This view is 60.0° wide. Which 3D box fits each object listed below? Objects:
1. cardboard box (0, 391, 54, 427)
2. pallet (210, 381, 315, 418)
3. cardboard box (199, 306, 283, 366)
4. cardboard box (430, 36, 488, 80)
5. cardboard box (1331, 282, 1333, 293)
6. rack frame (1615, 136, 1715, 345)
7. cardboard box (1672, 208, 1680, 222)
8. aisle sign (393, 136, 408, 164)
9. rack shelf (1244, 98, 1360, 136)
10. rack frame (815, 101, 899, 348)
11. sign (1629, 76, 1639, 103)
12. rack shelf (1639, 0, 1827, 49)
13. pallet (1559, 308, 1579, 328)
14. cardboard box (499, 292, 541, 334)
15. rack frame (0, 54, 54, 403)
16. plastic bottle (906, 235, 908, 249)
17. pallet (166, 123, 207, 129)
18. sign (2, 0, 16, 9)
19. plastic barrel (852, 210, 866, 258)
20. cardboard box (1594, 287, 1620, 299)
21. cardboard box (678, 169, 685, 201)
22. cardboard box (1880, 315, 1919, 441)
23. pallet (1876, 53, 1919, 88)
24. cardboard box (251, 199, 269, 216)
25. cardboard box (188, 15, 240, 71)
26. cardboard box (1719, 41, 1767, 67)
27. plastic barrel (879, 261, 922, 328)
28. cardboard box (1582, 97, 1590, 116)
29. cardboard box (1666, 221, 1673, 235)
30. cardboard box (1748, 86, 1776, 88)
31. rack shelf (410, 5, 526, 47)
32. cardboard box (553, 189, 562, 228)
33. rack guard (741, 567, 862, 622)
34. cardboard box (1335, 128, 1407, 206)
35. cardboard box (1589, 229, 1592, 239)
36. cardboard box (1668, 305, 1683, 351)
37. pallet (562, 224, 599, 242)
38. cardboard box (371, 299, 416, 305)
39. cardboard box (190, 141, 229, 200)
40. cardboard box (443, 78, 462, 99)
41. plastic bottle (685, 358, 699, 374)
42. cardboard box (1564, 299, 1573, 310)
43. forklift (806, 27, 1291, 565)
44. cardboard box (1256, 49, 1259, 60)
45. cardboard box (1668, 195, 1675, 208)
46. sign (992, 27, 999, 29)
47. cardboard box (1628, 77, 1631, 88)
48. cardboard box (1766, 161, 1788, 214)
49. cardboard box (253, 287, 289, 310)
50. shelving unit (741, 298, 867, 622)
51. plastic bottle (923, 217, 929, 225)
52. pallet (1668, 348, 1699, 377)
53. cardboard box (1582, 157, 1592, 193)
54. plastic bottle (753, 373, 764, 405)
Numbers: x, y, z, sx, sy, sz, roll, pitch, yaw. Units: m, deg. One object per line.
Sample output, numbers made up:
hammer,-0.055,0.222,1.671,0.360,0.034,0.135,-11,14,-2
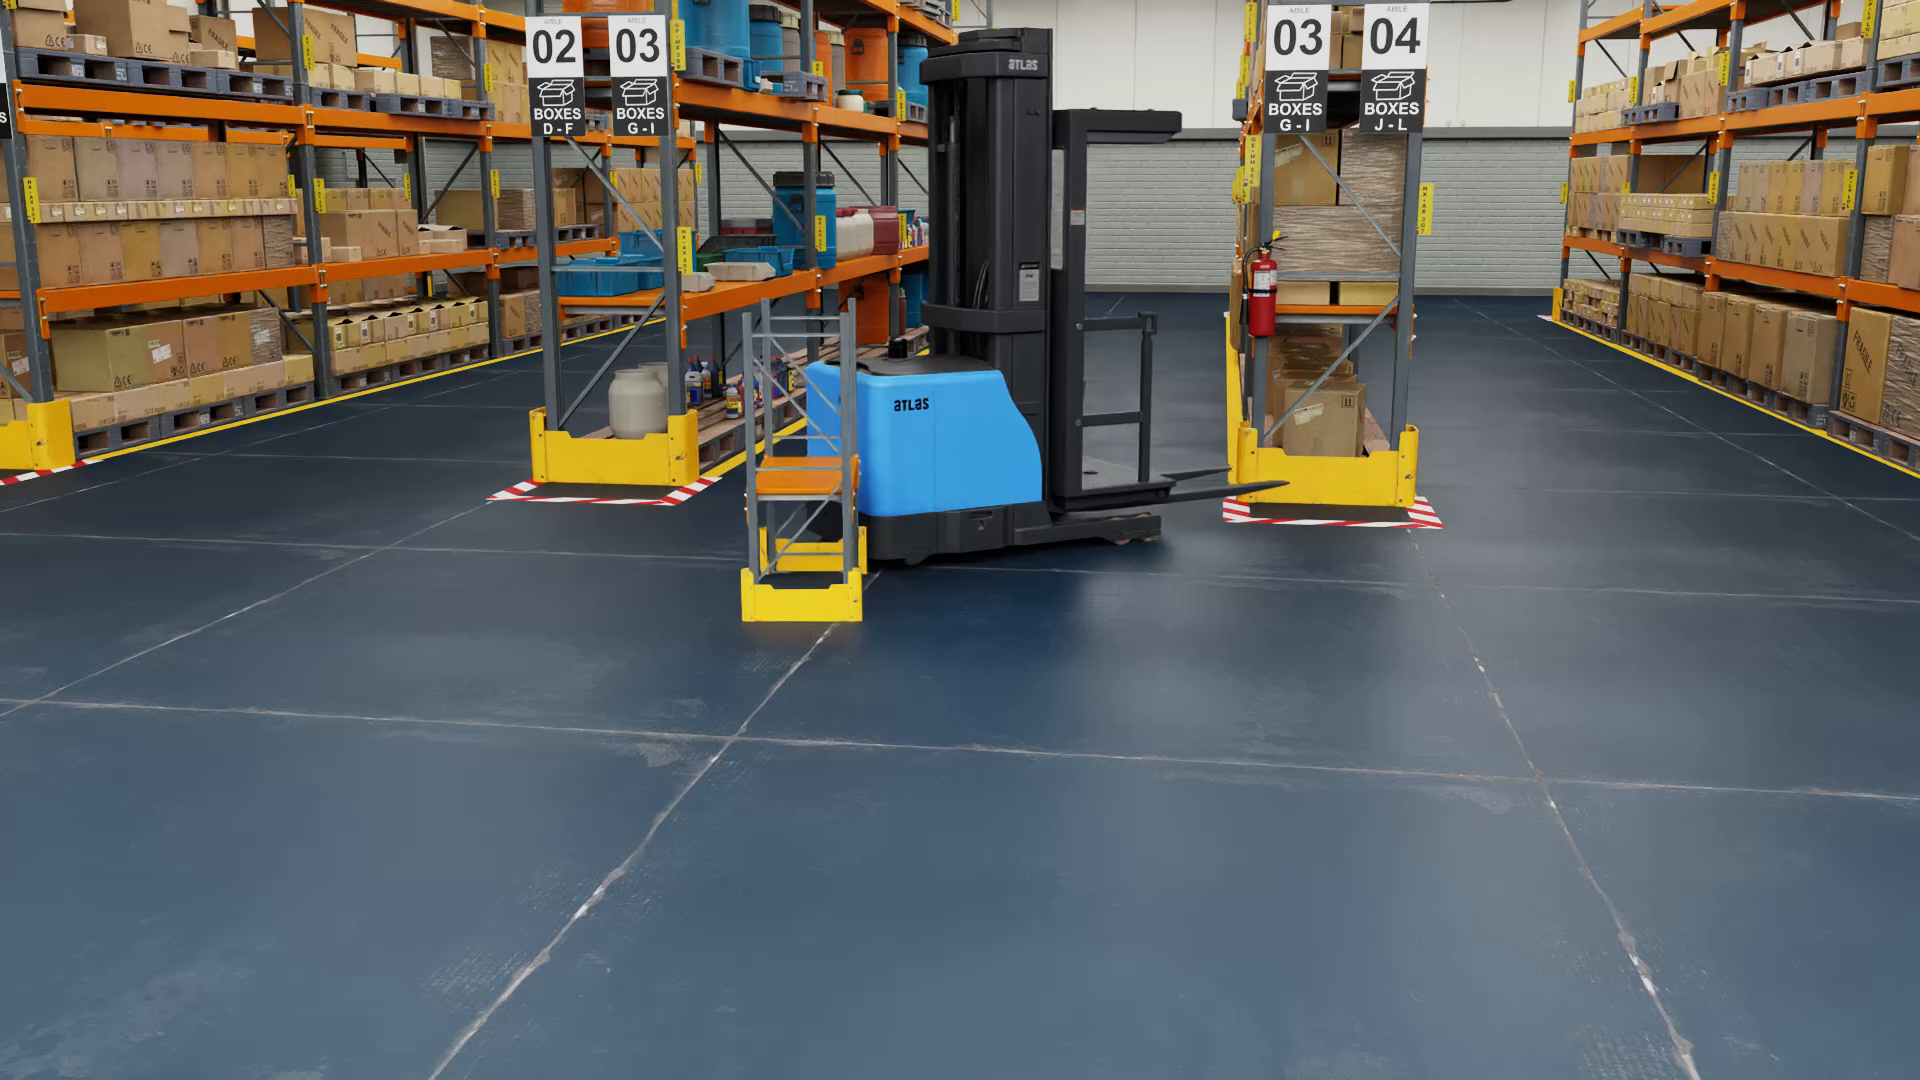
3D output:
cardboard box,-7.549,-1.026,13.166,0.500,0.250,0.500,2,12,9
pallet,-6.888,-1.350,15.754,1.003,0.211,1.213,2,12,9
cardboard box,-6.668,-1.897,15.427,0.500,0.500,0.500,2,12,9
cardboard box,-6.035,-5.804,20.074,0.500,0.500,0.500,2,12,9
cardboard box,2.902,-1.859,12.094,0.380,0.149,0.250,2,12,9
rack frame,9.180,-4.039,21.613,1.000,3.000,0.127,2,12,9
cardboard box,8.268,-3.662,18.759,0.380,0.149,0.250,2,12,10
aisle sign,-9.466,-6.811,28.305,0.394,0.787,0.004,2,12,9
rack shelf,3.371,-4.086,16.421,1.077,0.370,4.000,2,12,9
rack frame,-1.215,-3.548,19.338,1.000,3.000,0.127,2,12,9
sign,8.642,-5.774,21.317,0.100,0.325,0.005,2,12,9
rack shelf,8.872,-6.008,19.167,1.077,0.370,4.000,2,12,9
pallet,9.623,-3.324,24.918,1.003,0.211,1.213,2,12,9
cardboard box,-5.681,-2.897,21.206,0.500,0.500,0.500,1,12,7
rack frame,-7.339,-2.044,12.358,1.000,3.000,0.127,2,12,9
plastic bottle,-0.692,-3.678,20.412,0.097,0.201,0.097,0,12,0
pallet,-10.788,-5.612,22.241,1.003,0.211,1.213,2,12,11
sign,-6.792,-3.957,11.853,0.100,0.325,0.005,2,12,9
plastic barrel,-1.227,-3.294,17.893,0.421,0.512,0.421,0,12,0
cardboard box,9.076,-3.441,23.198,0.380,0.149,0.250,1,12,6
cardboard box,-4.752,-5.706,26.738,0.500,0.500,0.500,2,12,10
cardboard box,7.649,-1.224,12.597,0.875,0.875,0.875,2,12,9
pallet,7.813,-3.626,12.791,1.003,0.211,1.213,2,12,9
cardboard box,-6.632,-3.073,15.357,0.380,0.149,0.250,2,12,7
cardboard box,-7.062,-4.569,15.390,0.500,0.500,0.500,3,13,13
cardboard box,8.370,-5.188,17.772,0.396,0.266,0.258,2,12,9
plastic barrel,-0.809,-3.300,22.171,0.600,0.901,0.708,2,12,9
cardboard box,9.391,-6.317,24.235,0.500,0.250,0.500,2,12,8
cardboard box,8.307,-3.563,19.006,0.380,0.149,0.250,2,12,8
cardboard box,8.355,-4.739,17.107,0.380,0.149,0.250,1,12,6
rack shelf,-5.801,-6.511,21.504,1.077,0.370,4.000,2,12,9
cardboard box,-5.704,-4.427,22.179,0.700,0.500,0.500,-1,12,-6
rack guard,-0.777,0.267,8.160,0.587,0.250,0.087,0,12,-2
cardboard box,2.803,-2.511,11.209,0.500,0.500,0.500,2,12,9
cardboard box,9.292,-4.419,23.973,0.380,0.149,0.250,2,12,8
cardboard box,8.491,-2.443,19.145,0.500,0.500,0.500,2,12,11
pallet,-5.724,-4.285,23.214,1.003,0.211,1.213,2,12,9
cardboard box,-6.552,-2.636,19.302,0.500,0.311,0.500,2,12,7
cardboard box,-6.940,-3.258,14.674,0.700,0.500,0.500,2,12,9
cardboard box,-6.123,-5.211,19.295,0.500,0.250,0.500,1,12,4
plastic bottle,-2.393,-1.442,14.807,0.144,0.351,0.185,1,12,6
cardboard box,9.398,-3.584,25.275,0.380,0.149,0.250,2,12,10
forklift,0.627,-1.493,9.965,3.031,2.935,1.130,-6,14,-28
cardboard box,2.709,-4.085,14.119,0.380,0.149,0.250,2,12,7
cardboard box,8.305,-3.859,18.965,0.380,0.149,0.250,2,12,10
sign,0.561,-7.974,26.400,0.100,0.325,0.005,2,12,9
cardboard box,8.988,-6.000,21.819,0.380,0.149,0.250,2,12,10
cardboard box,8.332,-3.438,16.217,0.700,0.500,0.500,2,12,8
cardboard box,-10.360,-3.717,24.226,0.750,0.750,0.750,2,12,9
shelving unit,-0.791,-0.449,8.515,0.587,1.500,1.083,0,12,-2
plastic bottle,-0.446,-4.116,22.091,0.144,0.351,0.185,2,12,9
pallet,8.686,-2.005,18.798,1.003,0.211,1.213,2,12,9
cardboard box,9.290,-5.257,23.949,0.500,0.500,0.500,2,12,7
plastic bottle,-1.753,-1.315,14.395,0.152,0.276,0.135,2,12,10
